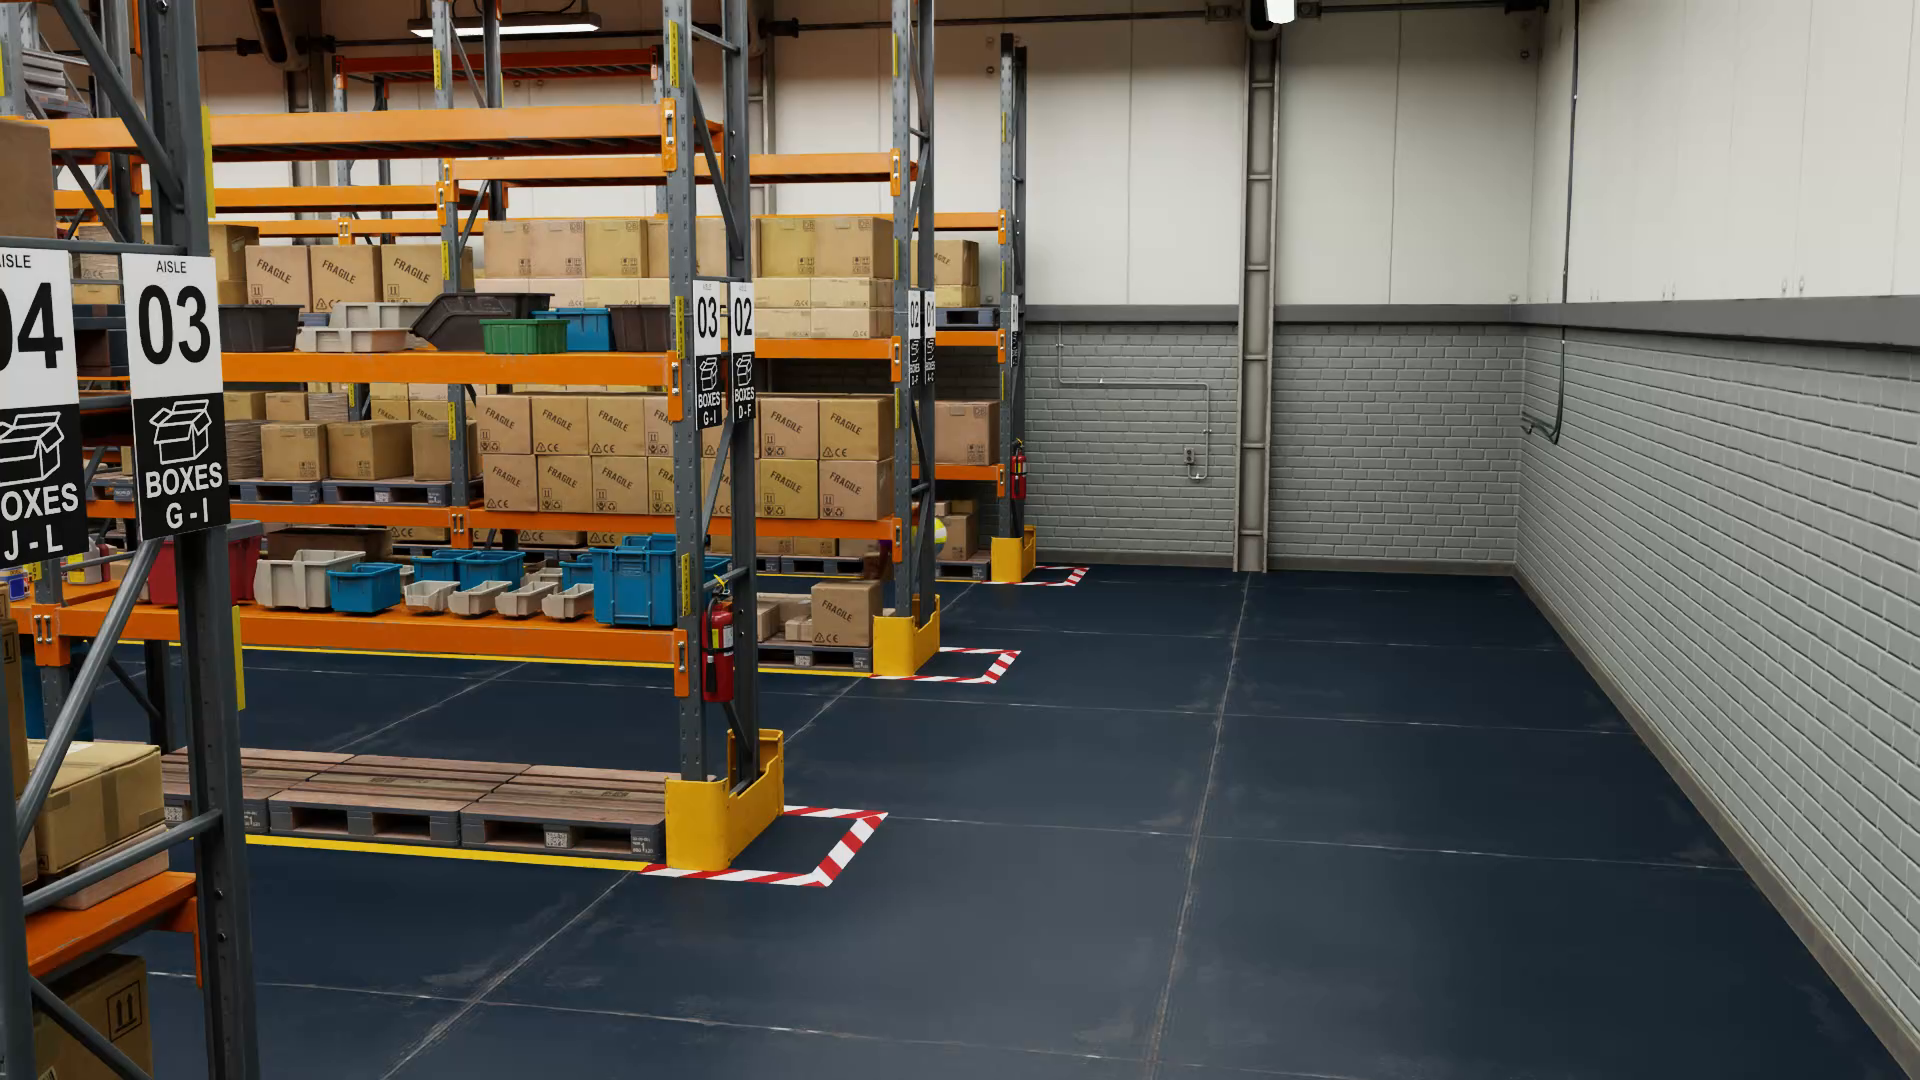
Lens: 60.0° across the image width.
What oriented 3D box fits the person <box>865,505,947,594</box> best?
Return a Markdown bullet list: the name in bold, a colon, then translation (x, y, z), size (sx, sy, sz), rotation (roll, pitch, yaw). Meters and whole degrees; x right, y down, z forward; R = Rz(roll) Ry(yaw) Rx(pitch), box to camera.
- **person**: translation (-0.580, 0.178, 15.971), size (0.912, 1.342, 0.491), rotation (1, 8, 5)
